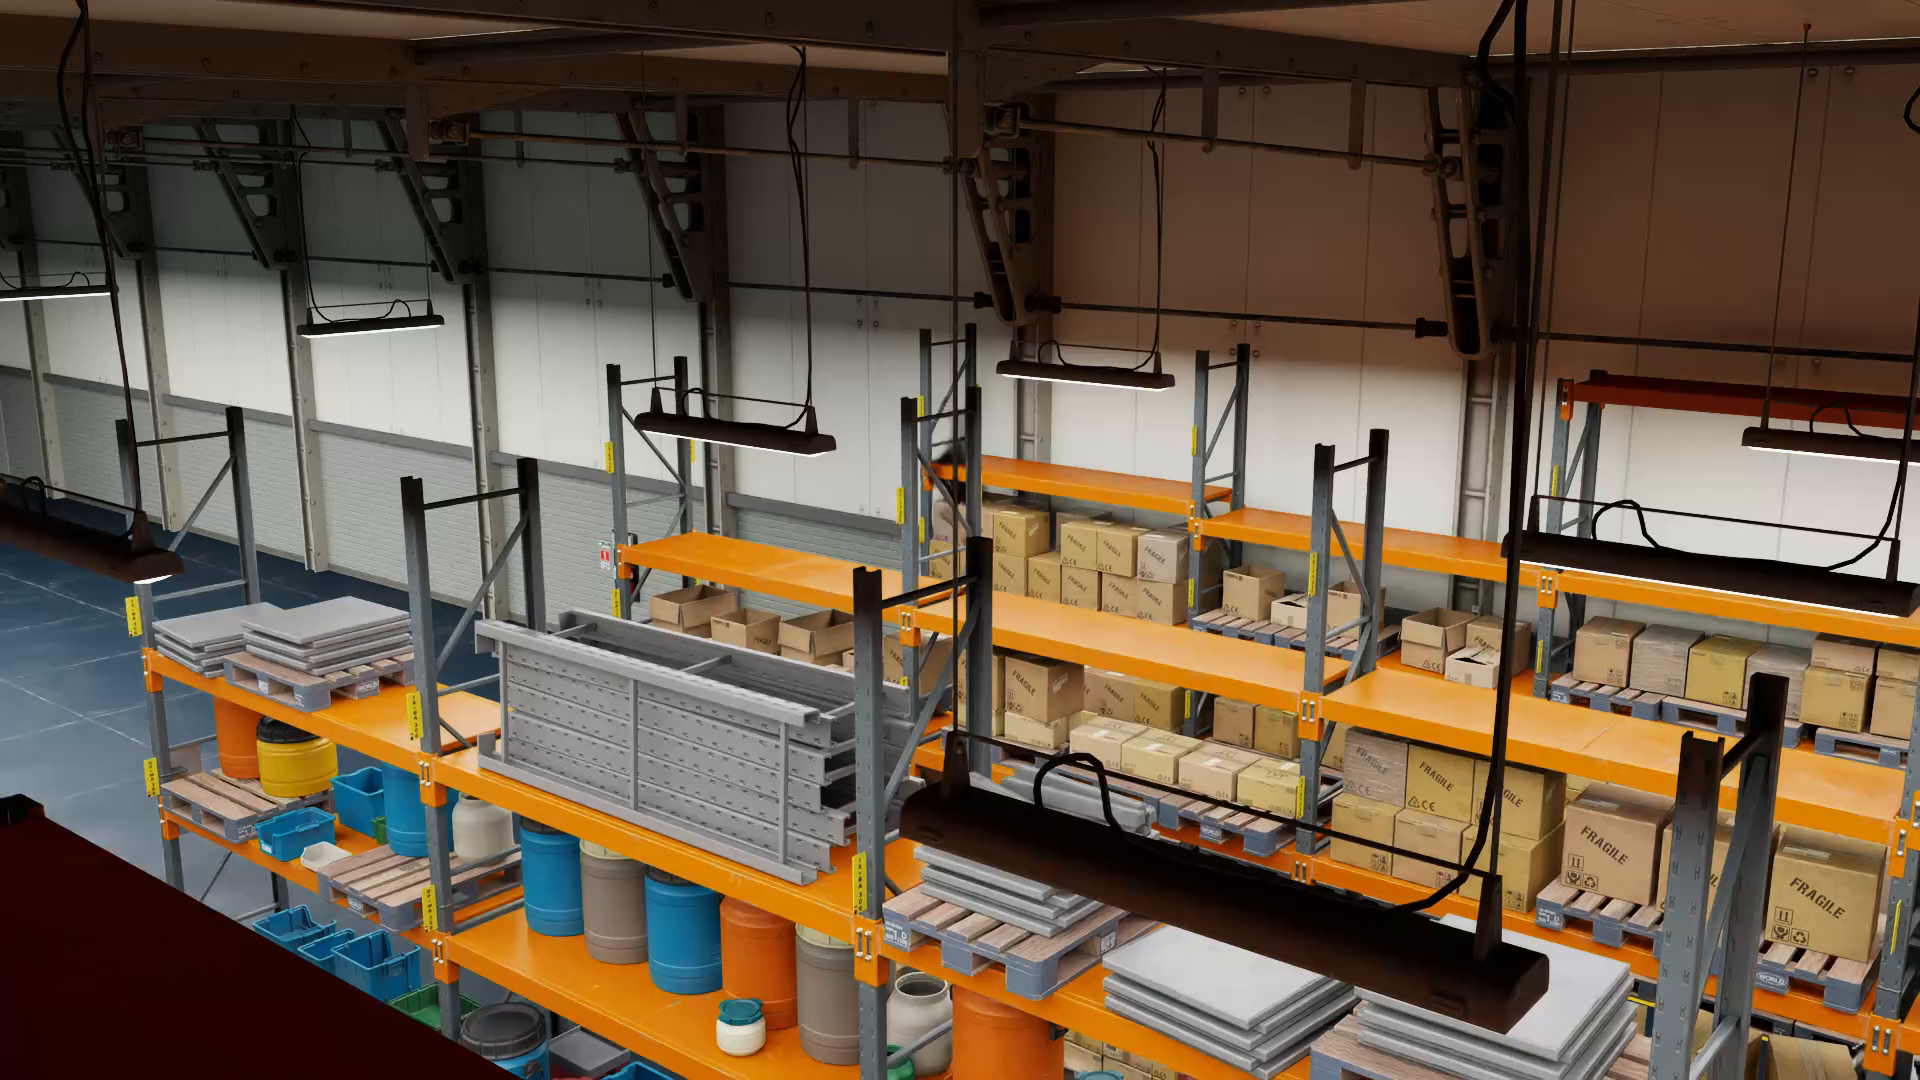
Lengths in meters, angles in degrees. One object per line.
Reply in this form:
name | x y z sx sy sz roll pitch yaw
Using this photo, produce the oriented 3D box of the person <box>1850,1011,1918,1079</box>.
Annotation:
person | 7.562 4.224 13.526 0.913 1.838 0.675 8 15 32
